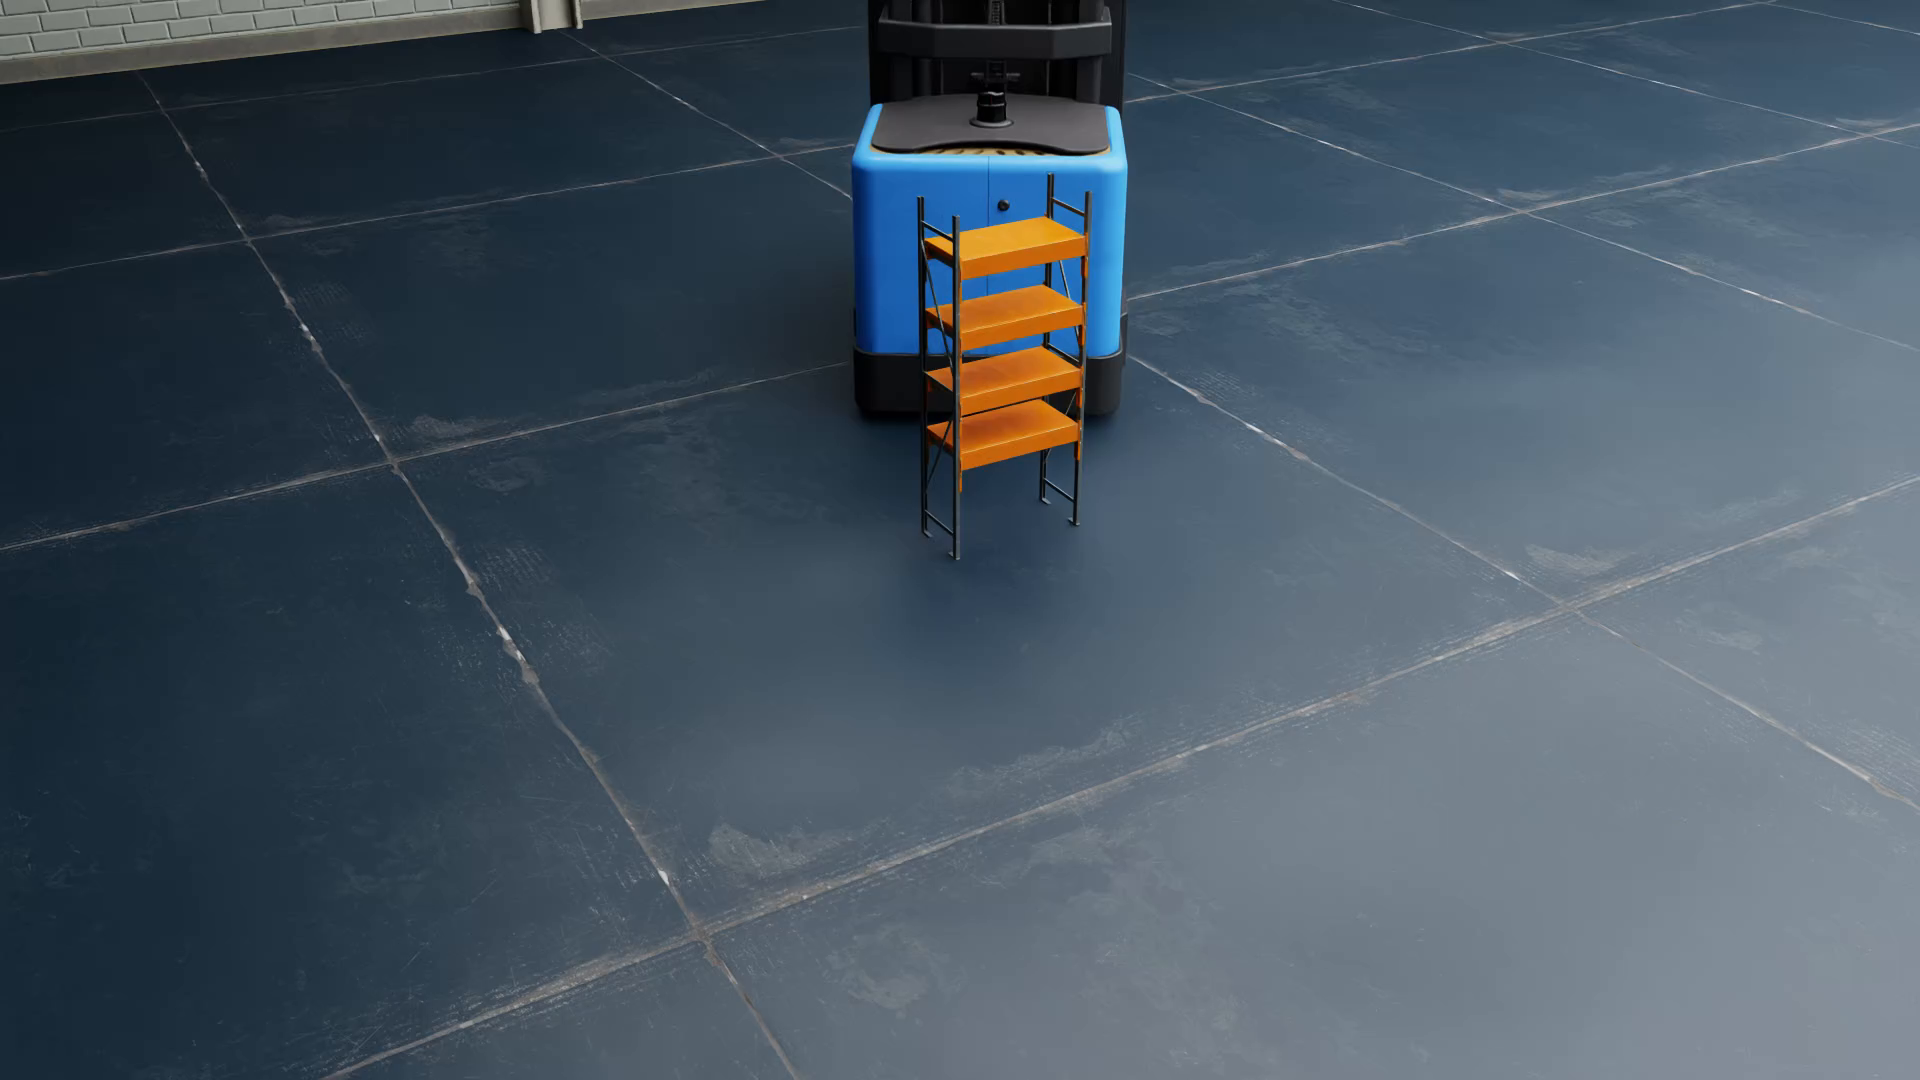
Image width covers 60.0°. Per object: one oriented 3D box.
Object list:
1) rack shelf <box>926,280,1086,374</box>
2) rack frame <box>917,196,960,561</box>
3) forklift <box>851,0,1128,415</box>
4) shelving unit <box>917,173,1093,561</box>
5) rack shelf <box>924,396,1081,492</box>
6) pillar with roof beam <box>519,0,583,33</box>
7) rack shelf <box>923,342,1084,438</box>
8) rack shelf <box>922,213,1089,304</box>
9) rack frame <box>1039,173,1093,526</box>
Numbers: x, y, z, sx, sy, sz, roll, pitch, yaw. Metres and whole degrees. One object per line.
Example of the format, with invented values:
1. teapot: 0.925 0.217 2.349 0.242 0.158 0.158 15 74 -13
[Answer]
1. rack shelf: 0.143 -0.703 5.458 0.480 0.148 0.258 -16 33 -26
2. rack frame: -0.068 -0.506 5.425 0.015 1.200 0.240 -16 33 -26
3. forklift: 0.168 -2.447 7.150 1.130 2.935 3.031 1 29 2
4. shelving unit: 0.143 -0.566 5.534 0.503 1.200 0.258 -16 33 -26
5. rack shelf: 0.143 -0.333 5.662 0.480 0.148 0.258 -16 33 -26
6. pillar with roof beam: -1.013 -6.168 7.613 0.400 9.000 9.100 -16 33 -26
7. rack shelf: 0.143 -0.507 5.566 0.480 0.148 0.258 -16 33 -26
8. rack shelf: 0.143 -0.910 5.344 0.480 0.148 0.258 -16 33 -26
9. rack frame: 0.353 -0.626 5.642 0.015 1.200 0.240 -16 33 -26
